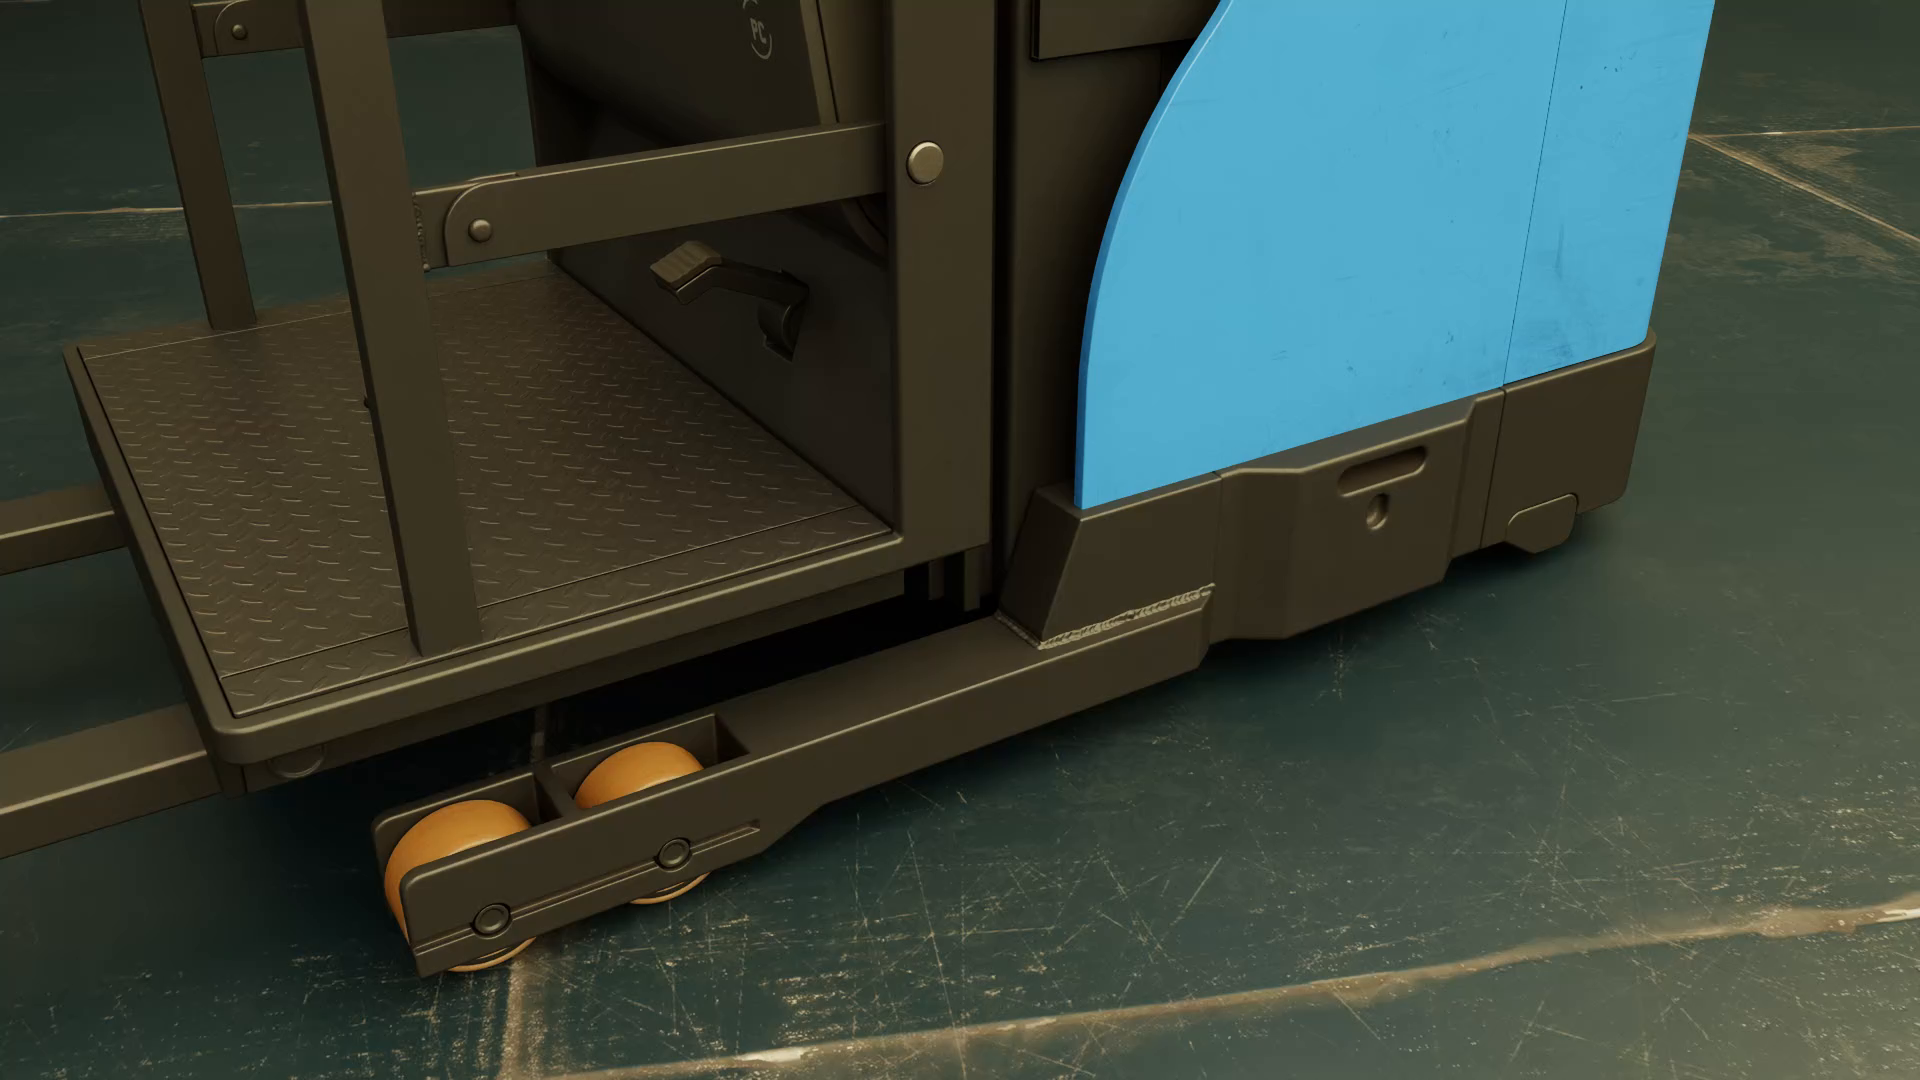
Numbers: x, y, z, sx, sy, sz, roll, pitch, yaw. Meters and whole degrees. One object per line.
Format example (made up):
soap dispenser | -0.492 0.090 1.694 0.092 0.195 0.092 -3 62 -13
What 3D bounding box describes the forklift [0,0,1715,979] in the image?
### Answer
forklift | -0.516 -1.144 1.529 3.031 2.935 1.130 -16 32 -28
